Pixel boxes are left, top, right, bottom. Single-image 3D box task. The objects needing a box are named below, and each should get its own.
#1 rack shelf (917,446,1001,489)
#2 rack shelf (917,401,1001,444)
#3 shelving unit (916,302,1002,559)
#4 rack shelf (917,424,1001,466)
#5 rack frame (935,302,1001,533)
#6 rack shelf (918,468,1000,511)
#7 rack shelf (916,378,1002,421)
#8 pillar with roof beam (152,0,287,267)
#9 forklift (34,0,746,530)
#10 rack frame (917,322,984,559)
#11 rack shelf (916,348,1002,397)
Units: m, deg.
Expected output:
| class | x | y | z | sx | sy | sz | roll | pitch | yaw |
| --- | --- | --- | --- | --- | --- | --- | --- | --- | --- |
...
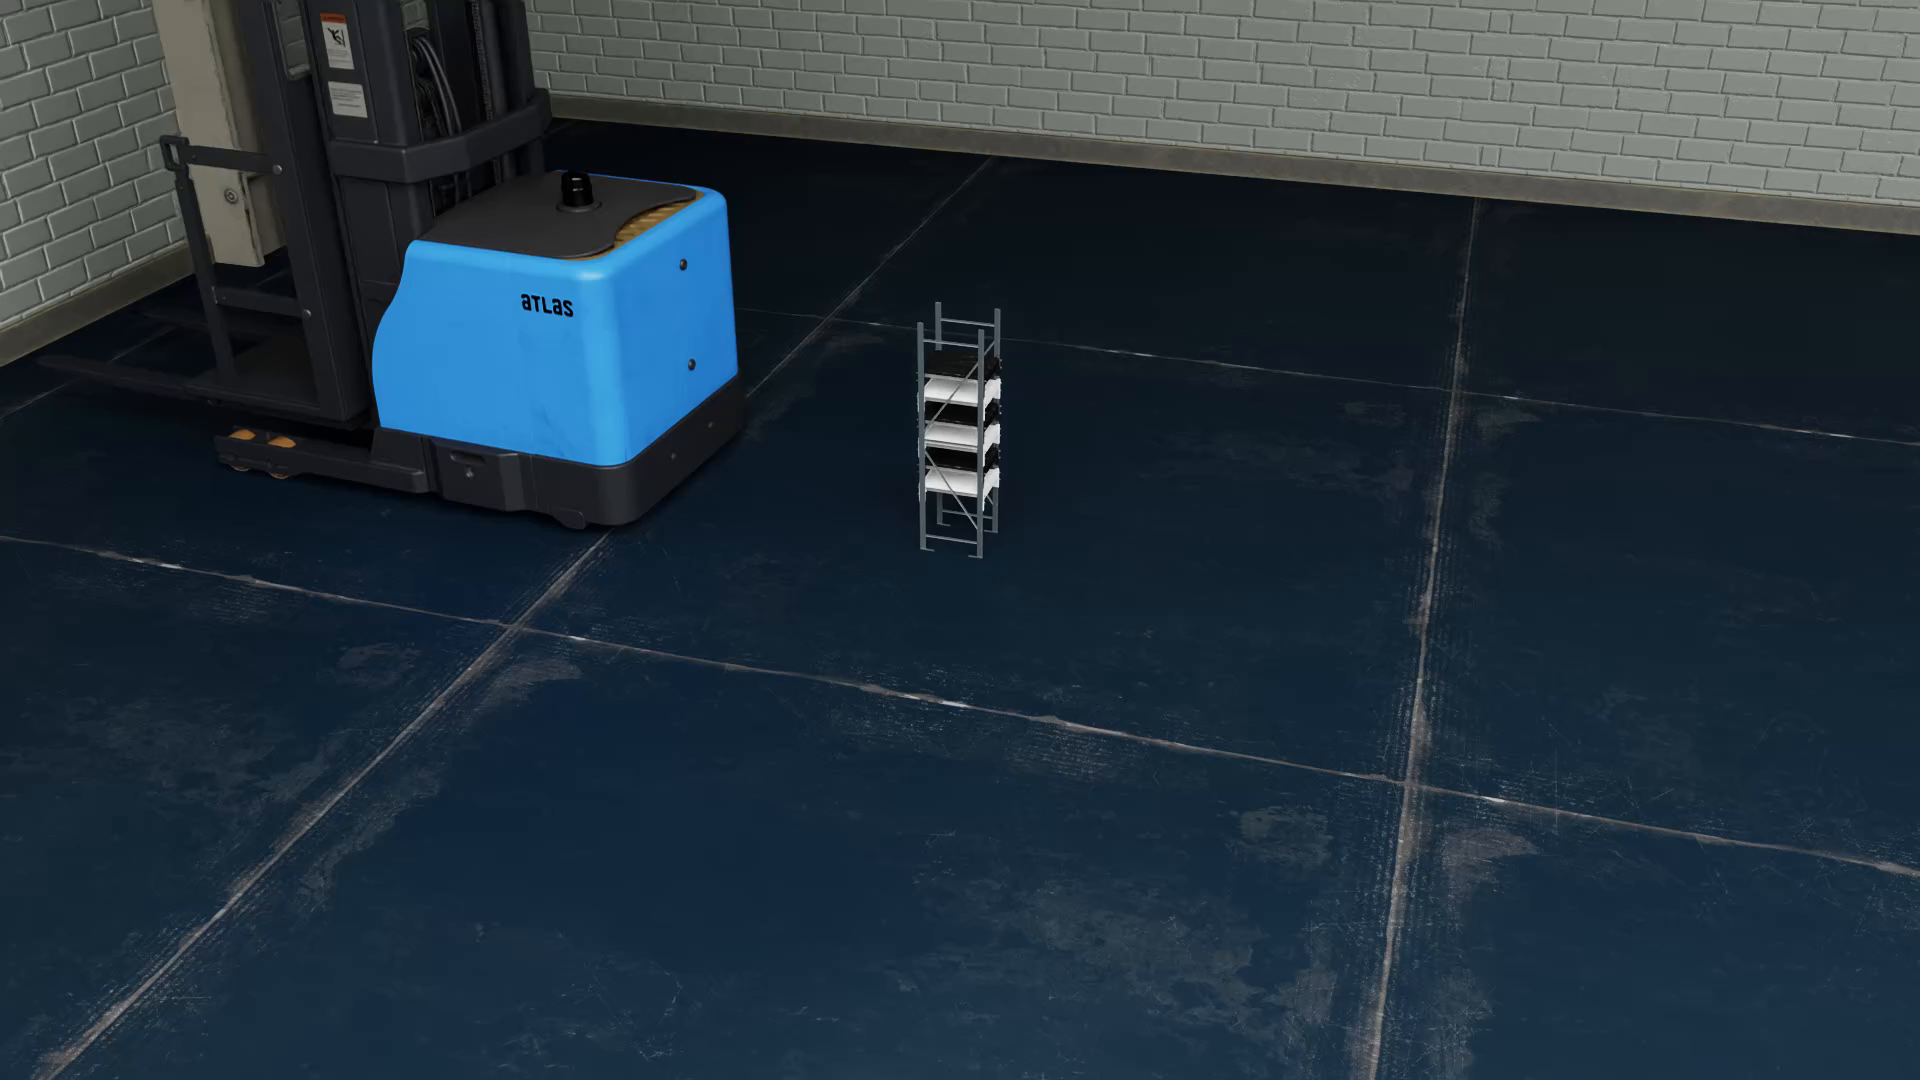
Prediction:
| class | x | y | z | sx | sy | sz | roll | pitch | yaw |
| --- | --- | --- | --- | --- | --- | --- | --- | --- | --- |
| rack shelf | -0.002 | -0.282 | 6.084 | 0.258 | 0.077 | 0.200 | 8 | 30 | 15 |
| rack shelf | -0.002 | -0.439 | 5.997 | 0.258 | 0.077 | 0.200 | 8 | 30 | 15 |
| shelving unit | -0.002 | -0.389 | 6.024 | 0.258 | 0.900 | 0.210 | 8 | 30 | 15 |
| rack shelf | -0.002 | -0.360 | 6.041 | 0.258 | 0.077 | 0.200 | 8 | 30 | 15 |
| rack frame | 0.027 | -0.437 | 6.109 | 0.240 | 0.900 | 0.006 | 8 | 30 | 15 |
| rack shelf | -0.002 | -0.203 | 6.128 | 0.258 | 0.077 | 0.200 | 8 | 30 | 15 |
| rack shelf | -0.002 | -0.518 | 5.953 | 0.258 | 0.077 | 0.200 | 8 | 30 | 15 |
| pillar with roof beam | 0.289 | -4.887 | 5.778 | 9.100 | 9.000 | 0.400 | 8 | 30 | 15 |
| forklift | -2.471 | -1.754 | 6.388 | 3.031 | 2.935 | 1.130 | 10 | 31 | 18 |
| rack frame | -0.032 | -0.342 | 5.940 | 0.240 | 0.900 | 0.006 | 8 | 30 | 15 |
| rack shelf | -0.002 | -0.596 | 5.909 | 0.258 | 0.077 | 0.200 | 8 | 30 | 15 |
